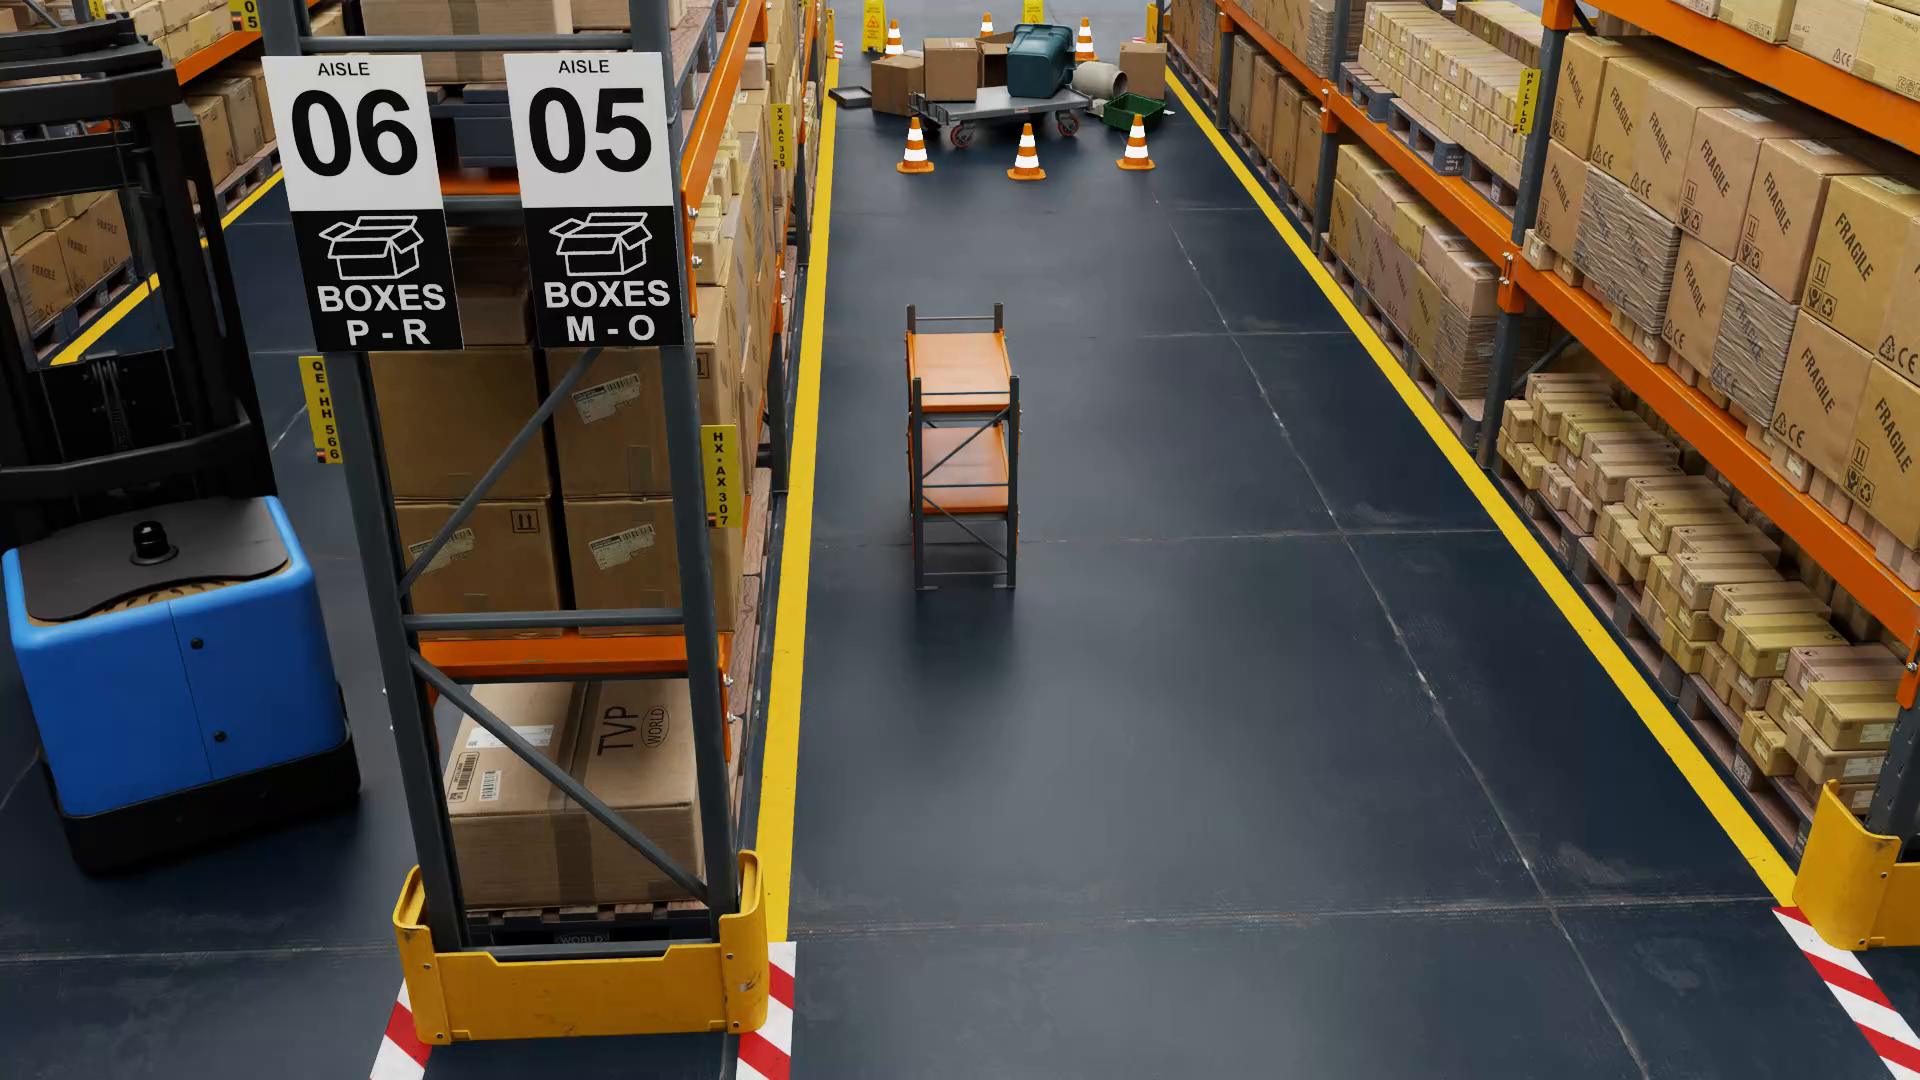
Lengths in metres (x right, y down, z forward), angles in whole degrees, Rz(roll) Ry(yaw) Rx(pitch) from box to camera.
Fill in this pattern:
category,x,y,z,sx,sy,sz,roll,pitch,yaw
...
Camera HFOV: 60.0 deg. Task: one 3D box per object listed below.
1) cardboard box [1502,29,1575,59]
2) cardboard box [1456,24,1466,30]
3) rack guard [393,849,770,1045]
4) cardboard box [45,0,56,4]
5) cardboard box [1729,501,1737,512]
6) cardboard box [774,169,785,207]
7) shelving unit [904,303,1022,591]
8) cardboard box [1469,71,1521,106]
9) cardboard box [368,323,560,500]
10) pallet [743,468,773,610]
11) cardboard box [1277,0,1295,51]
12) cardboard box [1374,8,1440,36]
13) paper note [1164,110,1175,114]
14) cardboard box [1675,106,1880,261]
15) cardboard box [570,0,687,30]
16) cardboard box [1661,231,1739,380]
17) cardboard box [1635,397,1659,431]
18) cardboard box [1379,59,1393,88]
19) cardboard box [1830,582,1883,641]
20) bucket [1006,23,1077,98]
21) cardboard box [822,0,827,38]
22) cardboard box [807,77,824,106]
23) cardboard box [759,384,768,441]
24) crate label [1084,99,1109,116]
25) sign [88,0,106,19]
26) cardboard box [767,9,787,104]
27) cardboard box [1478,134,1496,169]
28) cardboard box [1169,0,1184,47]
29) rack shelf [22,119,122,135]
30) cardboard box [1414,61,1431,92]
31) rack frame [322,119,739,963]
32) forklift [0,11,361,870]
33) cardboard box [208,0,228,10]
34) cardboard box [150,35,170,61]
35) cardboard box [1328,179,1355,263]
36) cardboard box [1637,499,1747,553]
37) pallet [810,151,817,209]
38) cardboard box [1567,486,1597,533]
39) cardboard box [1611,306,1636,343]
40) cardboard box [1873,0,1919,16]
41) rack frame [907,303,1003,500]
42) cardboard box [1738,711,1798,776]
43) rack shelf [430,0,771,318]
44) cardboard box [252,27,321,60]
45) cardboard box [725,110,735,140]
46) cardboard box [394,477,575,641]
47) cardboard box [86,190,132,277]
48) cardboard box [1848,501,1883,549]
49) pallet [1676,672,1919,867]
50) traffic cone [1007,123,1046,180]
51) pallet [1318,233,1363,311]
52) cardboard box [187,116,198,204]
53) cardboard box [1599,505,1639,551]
category,x,y,z,sx,sy,sz,roll,pitch,yaw
cardboard box,3.806,-3.266,10.942,0.380,0.149,0.250,-1,28,-3
cardboard box,3.754,-3.604,11.912,0.380,0.149,0.250,-1,28,-2
rack guard,-1.246,1.366,5.590,1.175,0.500,0.348,-1,28,-3
cardboard box,-6.918,-4.043,12.448,0.380,0.149,0.250,-1,28,-3
cardboard box,3.816,-0.075,7.958,0.380,0.149,0.250,-3,28,-5
cardboard box,-1.197,-1.966,8.897,0.500,0.250,0.500,-2,28,-4
shelving unit,0.000,-0.496,8.484,0.538,1.125,1.048,-1,28,-3
cardboard box,3.226,-2.651,9.763,0.380,0.149,0.250,-1,28,-3
cardboard box,-1.510,-0.458,5.195,0.500,0.500,0.500,0,28,-1
pallet,-1.494,-0.011,8.543,1.003,0.211,1.213,-1,28,-3
cardboard box,2.931,-4.321,13.683,0.500,0.500,0.500,-2,28,-4
cardboard box,3.121,-3.611,11.603,0.380,0.149,0.250,-2,28,-4
paper note,2.125,-4.434,17.217,0.147,0.020,0.142,-23,35,-37
cardboard box,3.325,-1.463,6.800,0.500,0.500,0.500,-2,28,-4
cardboard box,-1.074,-1.711,5.252,0.380,0.149,0.250,0,28,-1
cardboard box,3.337,-1.000,6.993,0.500,0.500,0.500,0,28,0
cardboard box,3.814,-0.678,8.791,0.380,0.149,0.250,-1,28,-2
cardboard box,3.124,-3.229,11.515,0.380,0.149,0.250,0,28,0
cardboard box,3.888,0.288,6.940,0.380,0.149,0.250,-3,28,-5
bucket,0.755,-4.691,16.397,0.726,0.611,0.620,8,39,15
cardboard box,-1.749,-5.837,18.407,0.500,0.500,0.500,0,28,-1
cardboard box,-1.635,-4.541,16.732,0.500,0.250,0.500,-3,28,-5
cardboard box,-1.568,-1.129,9.515,0.875,0.875,0.875,-1,28,-1
crate label,1.430,-4.462,17.157,0.298,0.136,0.250,-23,35,-37
sign,-6.080,-3.822,11.668,0.100,0.325,0.005,-1,28,-3
cardboard box,-1.270,-2.764,9.617,0.500,0.500,0.500,-2,28,-4
cardboard box,3.239,-2.255,9.648,0.380,0.149,0.250,-1,28,-3
cardboard box,2.957,-6.241,19.316,0.875,0.875,0.875,-1,28,-2
rack shelf,-6.517,-2.084,10.279,1.077,0.370,4.000,-1,28,-3
cardboard box,3.167,-2.998,10.750,0.380,0.149,0.250,-2,28,-3
rack frame,-1.247,0.247,5.034,1.000,3.000,0.127,-1,28,-3
forklift,-3.579,-0.710,6.942,1.130,2.935,3.031,-15,31,-26
cardboard box,-6.494,-4.634,14.014,0.500,0.250,0.500,-1,28,-2
cardboard box,-6.422,-3.703,12.768,0.500,0.250,0.500,-2,28,-4
cardboard box,3.056,-2.359,12.278,0.500,0.500,0.500,-3,28,-5
cardboard box,3.349,-0.066,7.619,0.380,0.149,0.250,-1,28,-2
pallet,-1.765,-3.134,14.532,1.003,0.211,1.213,-1,28,-3
cardboard box,3.322,-0.161,8.443,0.380,0.149,0.250,-2,28,-4
cardboard box,3.280,-1.034,7.760,0.380,0.149,0.250,-1,28,-2
cardboard box,3.385,-1.847,5.426,0.500,0.250,0.500,-2,28,-4
rack frame,-0.026,-0.730,8.934,0.500,1.125,0.032,-1,28,-3
cardboard box,3.341,0.804,6.594,0.380,0.149,0.250,-1,28,-1
rack shelf,-1.351,-1.688,6.277,1.077,0.370,4.000,-1,28,-3
cardboard box,-6.542,-4.815,16.176,0.500,0.250,0.500,-2,28,-3
cardboard box,-1.118,-1.649,6.778,0.380,0.149,0.250,-2,28,-4
cardboard box,-1.536,-0.014,5.425,0.500,0.500,0.500,-1,28,-2
cardboard box,-6.385,-2.214,12.000,0.500,0.500,0.500,-1,28,-1
cardboard box,3.416,-0.068,5.908,0.380,0.149,0.250,-1,28,-3
pallet,3.680,0.906,6.785,1.003,0.211,1.213,-1,28,-3
traffic cone,0.603,-3.522,15.002,0.336,0.463,0.334,-1,28,-3
pallet,3.313,-2.017,12.389,1.003,0.211,1.213,-1,28,-3
cardboard box,-6.682,-3.050,13.467,0.875,0.625,0.625,-1,28,-1
cardboard box,3.285,-0.049,7.907,0.380,0.149,0.250,-2,28,-3
